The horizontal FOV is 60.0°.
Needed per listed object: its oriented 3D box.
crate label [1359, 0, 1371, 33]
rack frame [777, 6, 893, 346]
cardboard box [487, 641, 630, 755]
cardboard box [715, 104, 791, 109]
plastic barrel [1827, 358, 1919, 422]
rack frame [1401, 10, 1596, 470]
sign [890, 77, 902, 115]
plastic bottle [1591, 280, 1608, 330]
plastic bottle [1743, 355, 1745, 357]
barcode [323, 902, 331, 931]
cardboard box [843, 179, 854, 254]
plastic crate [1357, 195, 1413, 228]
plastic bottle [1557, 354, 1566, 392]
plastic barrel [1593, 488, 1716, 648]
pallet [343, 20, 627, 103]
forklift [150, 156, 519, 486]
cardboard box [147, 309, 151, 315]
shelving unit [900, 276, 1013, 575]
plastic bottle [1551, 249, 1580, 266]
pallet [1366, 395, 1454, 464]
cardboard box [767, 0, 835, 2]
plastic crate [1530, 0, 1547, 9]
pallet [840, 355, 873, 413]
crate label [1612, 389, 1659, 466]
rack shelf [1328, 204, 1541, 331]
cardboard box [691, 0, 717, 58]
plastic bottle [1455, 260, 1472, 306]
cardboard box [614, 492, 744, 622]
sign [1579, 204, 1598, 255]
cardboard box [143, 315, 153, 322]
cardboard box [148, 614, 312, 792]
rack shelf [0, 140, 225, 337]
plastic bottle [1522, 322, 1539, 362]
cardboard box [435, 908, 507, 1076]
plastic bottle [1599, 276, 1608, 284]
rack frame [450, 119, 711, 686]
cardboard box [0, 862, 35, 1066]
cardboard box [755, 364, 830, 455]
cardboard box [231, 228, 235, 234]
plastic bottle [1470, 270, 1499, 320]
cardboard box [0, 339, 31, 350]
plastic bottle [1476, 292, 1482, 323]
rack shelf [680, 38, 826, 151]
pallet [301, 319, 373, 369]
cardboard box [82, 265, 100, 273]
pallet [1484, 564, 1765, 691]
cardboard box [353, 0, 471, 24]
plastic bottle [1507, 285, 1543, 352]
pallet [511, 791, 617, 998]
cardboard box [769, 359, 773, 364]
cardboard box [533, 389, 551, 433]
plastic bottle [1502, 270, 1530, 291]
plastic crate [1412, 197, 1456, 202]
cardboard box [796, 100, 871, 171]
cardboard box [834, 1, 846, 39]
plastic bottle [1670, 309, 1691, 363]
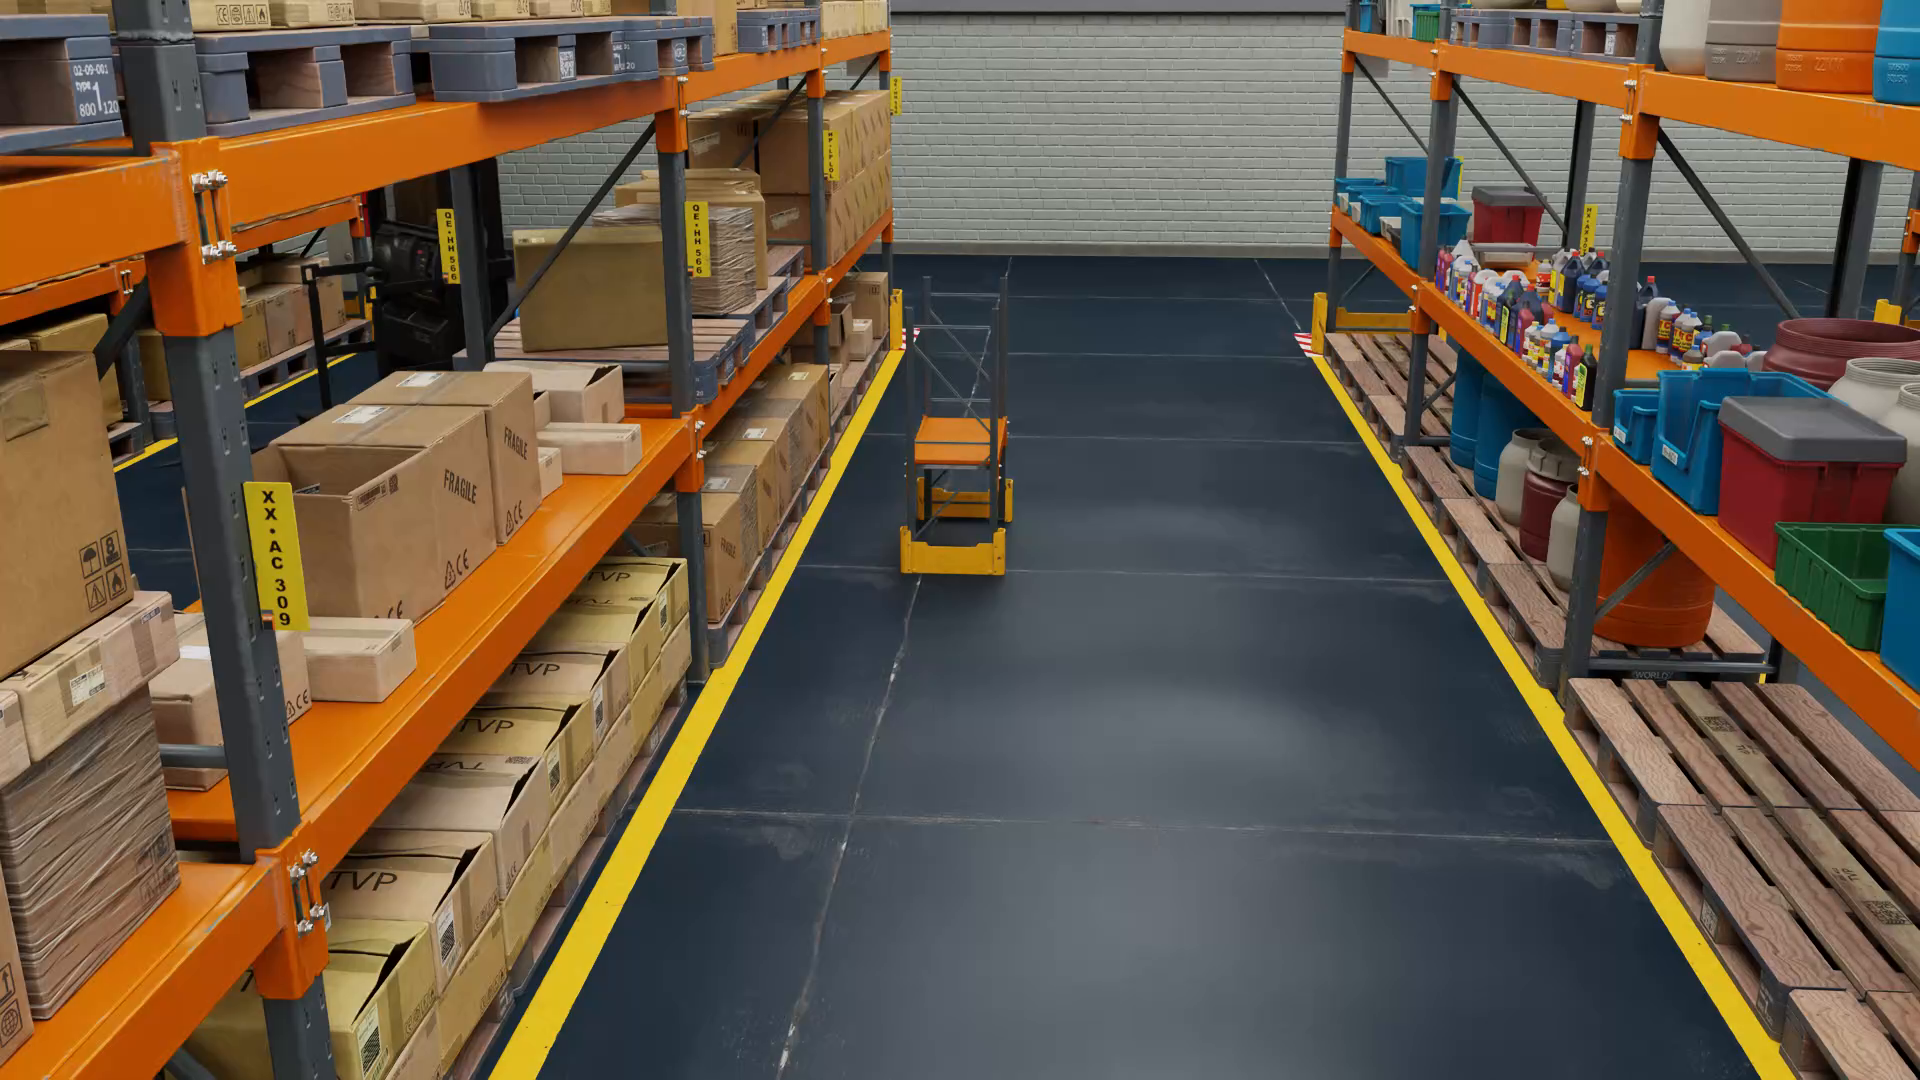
[{"bbox_3d":[3.431,-4.217,13.397,0.408,0.251,0.502,1,18,4],"label":"crate label"},{"bbox_3d":[-1.121,-3.253,15.034,1.000,3.000,0.127,1,18,4],"label":"rack frame"},{"bbox_3d":[-1.556,0.558,6.243,0.500,0.311,0.500,1,18,4],"label":"cardboard box"},{"bbox_3d":[-1.560,-3.012,12.532,0.500,0.500,0.500,1,18,4],"label":"cardboard box"},{"bbox_3d":[3.385,-0.386,6.104,0.421,0.512,0.421,0,18,0],"label":"plastic barrel"},{"bbox_3d":[3.532,-1.899,10.902,1.000,3.000,0.127,1,18,4],"label":"rack frame"},{"bbox_3d":[-0.569,-3.935,14.748,0.100,0.325,0.005,1,18,4],"label":"sign"},{"bbox_3d":[3.612,-1.322,9.346,0.097,0.271,0.097,0,18,0],"label":"plastic bottle"},{"bbox_3d":[3.642,-0.755,7.730,0.097,0.201,0.097,0,18,0],"label":"plastic bottle"},{"bbox_3d":[-1.548,0.926,4.045,0.001,0.075,0.075,1,18,4],"label":"barcode"},{"bbox_3d":[-1.066,-2.370,12.177,0.500,0.500,0.500,2,18,5],"label":"cardboard box"},{"bbox_3d":[3.379,-2.612,13.251,0.416,0.233,0.300,1,18,4],"label":"plastic crate"},{"bbox_3d":[2.892,-0.805,7.881,0.097,0.201,0.097,0,18,0],"label":"plastic bottle"},{"bbox_3d":[3.264,0.022,7.848,0.600,0.830,0.708,1,18,4],"label":"plastic barrel"},{"bbox_3d":[-1.731,-1.544,5.304,1.003,0.211,1.213,2,18,6],"label":"pallet"},{"bbox_3d":[-3.865,-1.907,11.035,3.031,2.935,1.130,-16,24,-40],"label":"forklift"},{"bbox_3d":[-6.348,-1.875,13.127,0.380,0.149,0.250,1,18,2],"label":"cardboard box"},{"bbox_3d":[-0.005,-0.689,9.617,0.587,1.500,1.083,1,18,4],"label":"shelving unit"},{"bbox_3d":[3.826,-1.711,10.526,0.152,0.276,0.135,1,18,4],"label":"plastic bottle"},{"bbox_3d":[3.546,-0.803,12.036,1.003,0.211,1.213,1,18,4],"label":"pallet"},{"bbox_3d":[-1.125,-3.748,11.165,0.500,0.250,0.500,1,18,4],"label":"cardboard box"},{"bbox_3d":[3.895,-3.642,11.614,0.497,0.269,0.590,1,18,4],"label":"plastic crate"},{"bbox_3d":[-1.273,-1.279,13.488,1.003,0.211,1.213,1,18,4],"label":"pallet"},{"bbox_3d":[2.841,-0.455,6.763,0.303,0.233,0.416,1,18,4],"label":"crate label"},{"bbox_3d":[3.676,-2.179,12.910,1.077,0.370,4.000,1,18,4],"label":"rack shelf"},{"bbox_3d":[-1.661,-2.536,7.868,0.910,0.500,0.500,1,18,4],"label":"cardboard box"},{"bbox_3d":[3.057,-1.554,10.054,0.097,0.271,0.097,0,18,0],"label":"plastic bottle"},{"bbox_3d":[-1.377,0.075,8.184,0.500,0.500,0.500,2,18,6],"label":"cardboard box"},{"bbox_3d":[4.081,-2.018,10.820,0.100,0.325,0.005,1,18,4],"label":"sign"},{"bbox_3d":[-6.154,-1.518,13.079,0.700,0.500,0.500,1,18,3],"label":"cardboard box"},{"bbox_3d":[-1.990,0.391,4.153,0.500,0.250,0.500,2,18,7],"label":"cardboard box"},{"bbox_3d":[-2.125,0.011,1.410,1.077,0.370,4.000,1,18,4],"label":"rack shelf"},{"bbox_3d":[2.941,-1.016,8.527,0.097,0.201,0.097,0,18,0],"label":"plastic bottle"},{"bbox_3d":[-1.668,1.302,4.873,0.500,0.250,0.500,2,18,5],"label":"cardboard box"},{"bbox_3d":[3.754,-1.399,9.574,0.152,0.276,0.135,1,18,4],"label":"plastic bottle"},{"bbox_3d":[-1.695,-0.769,7.452,1.000,3.000,0.127,1,18,4],"label":"rack frame"},{"bbox_3d":[-2.038,0.728,2.723,0.700,0.500,0.500,1,18,3],"label":"cardboard box"},{"bbox_3d":[-1.158,-0.873,11.076,0.500,0.500,0.500,1,18,4],"label":"cardboard box"},{"bbox_3d":[-6.236,-2.658,12.735,0.980,0.700,0.700,1,18,3],"label":"cardboard box"},{"bbox_3d":[3.053,-1.417,9.631,0.152,0.276,0.135,1,18,4],"label":"plastic bottle"},{"bbox_3d":[-6.327,-0.818,10.379,0.750,0.750,0.750,2,18,6],"label":"cardboard box"},{"bbox_3d":[3.017,-1.347,9.534,0.097,0.201,0.097,0,18,0],"label":"plastic bottle"},{"bbox_3d":[-1.551,-2.473,8.992,1.077,0.370,4.000,1,18,4],"label":"rack shelf"},{"bbox_3d":[-6.042,-1.787,15.039,1.003,0.211,1.213,1,18,4],"label":"pallet"},{"bbox_3d":[-6.091,-1.899,11.273,0.380,0.149,0.250,1,18,4],"label":"cardboard box"},{"bbox_3d":[3.260,0.422,8.295,1.003,0.211,1.213,1,18,4],"label":"pallet"},{"bbox_3d":[-1.783,-1.673,4.959,0.500,0.250,0.500,0,18,-1],"label":"cardboard box"},{"bbox_3d":[2.984,-1.172,8.762,0.144,0.351,0.185,1,18,4],"label":"plastic bottle"},{"bbox_3d":[-1.883,1.189,5.955,1.003,0.211,1.213,1,18,4],"label":"pallet"},{"bbox_3d":[-1.650,-1.215,12.123,0.500,0.500,0.500,1,18,4],"label":"cardboard box"},{"bbox_3d":[-1.952,-0.453,6.631,0.500,0.311,0.500,1,18,3],"label":"cardboard box"},{"bbox_3d":[3.204,-1.414,9.621,0.152,0.276,0.135,1,18,4],"label":"plastic bottle"},{"bbox_3d":[3.941,-2.787,13.940,0.396,0.136,0.243,1,18,4],"label":"plastic crate"},{"bbox_3d":[-0.984,-3.154,12.965,0.500,0.500,0.500,2,18,6],"label":"cardboard box"},{"bbox_3d":[-1.086,-3.666,11.717,0.500,0.250,0.500,1,18,4],"label":"cardboard box"},{"bbox_3d":[3.701,-1.045,8.503,0.097,0.271,0.097,0,18,0],"label":"plastic bottle"}]
